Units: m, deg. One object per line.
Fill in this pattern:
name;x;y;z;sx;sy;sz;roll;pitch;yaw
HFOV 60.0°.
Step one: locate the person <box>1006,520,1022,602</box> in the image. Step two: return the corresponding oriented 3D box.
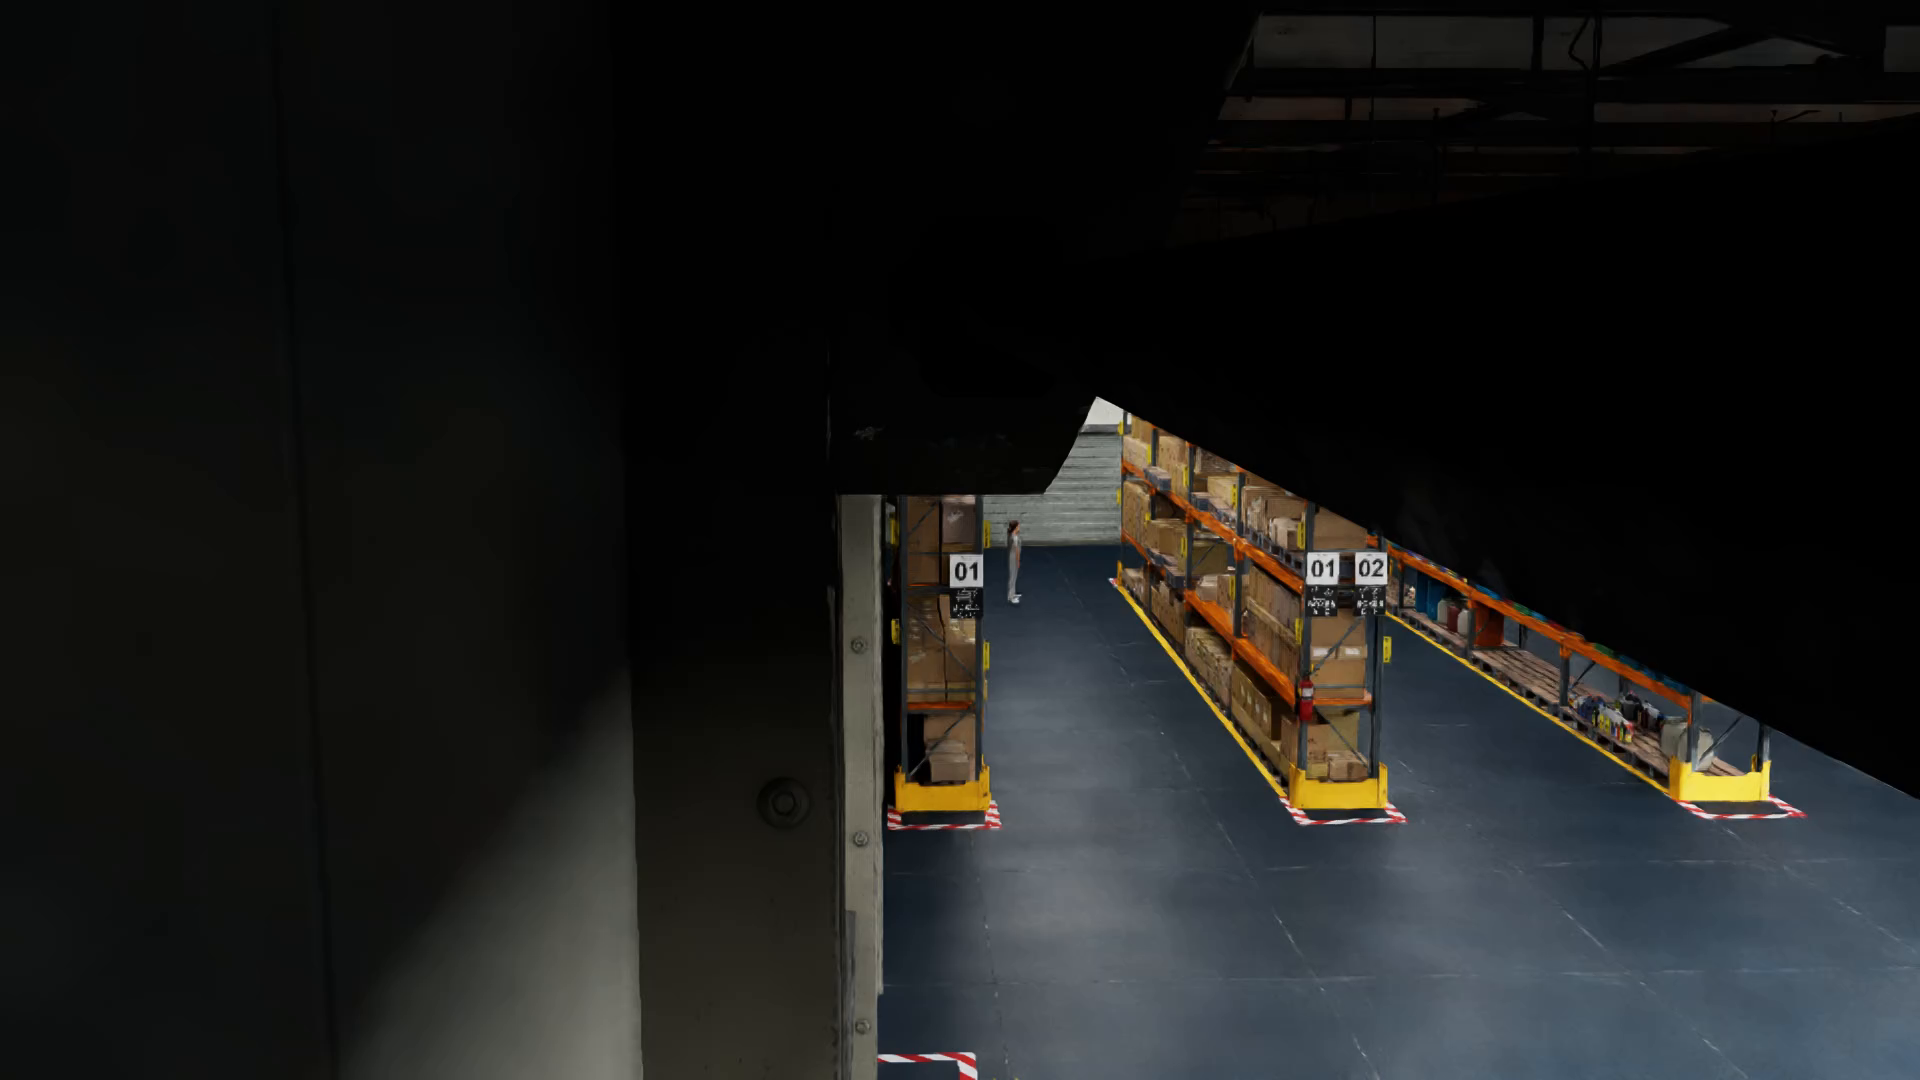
person;1.130;0.415;34.411;0.380;1.681;0.598;-2;9;-12
